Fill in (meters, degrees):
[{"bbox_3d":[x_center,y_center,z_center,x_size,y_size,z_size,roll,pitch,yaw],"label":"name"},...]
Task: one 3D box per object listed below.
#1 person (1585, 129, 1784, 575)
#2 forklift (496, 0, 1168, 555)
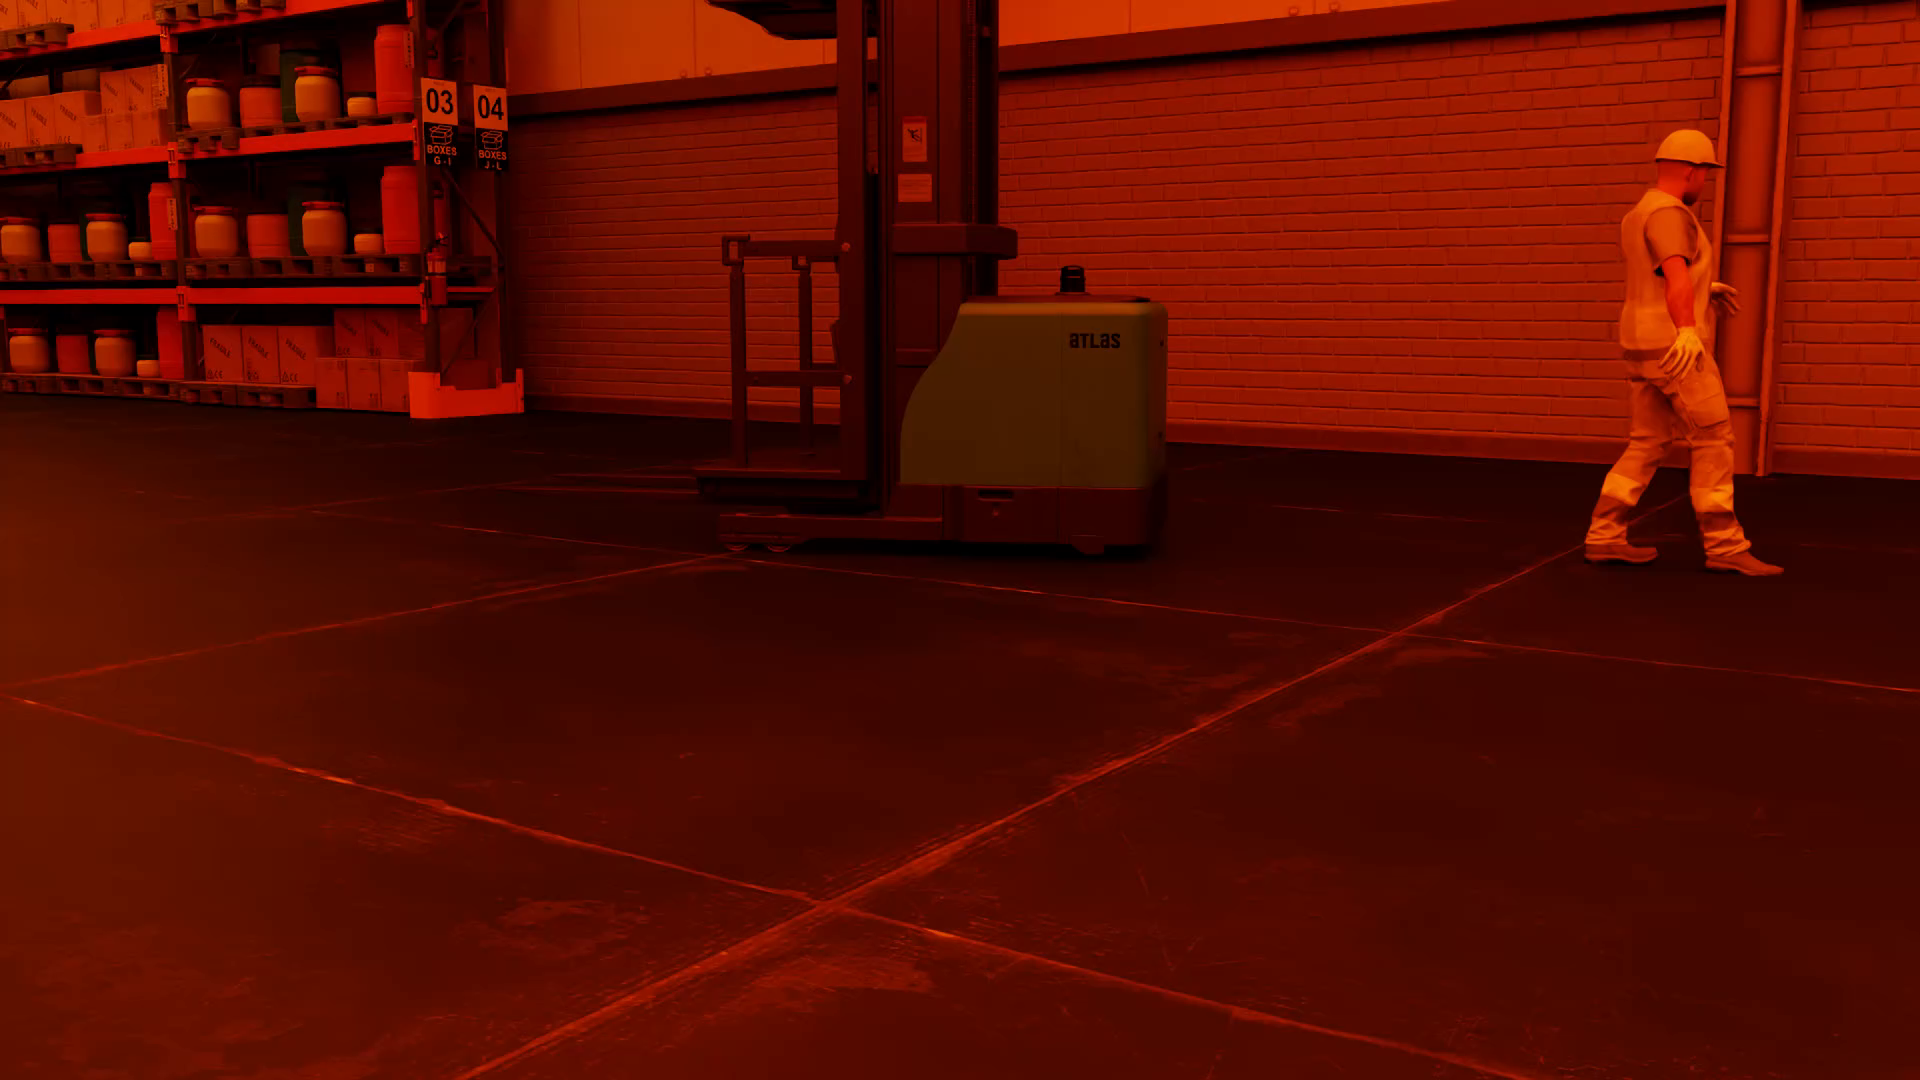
[{"bbox_3d":[2.951,-0.744,6.670,0.726,1.771,1.025,1,8,6],"label":"person"},{"bbox_3d":[-0.596,-1.469,7.520,3.031,2.935,1.130,2,8,12],"label":"forklift"}]
